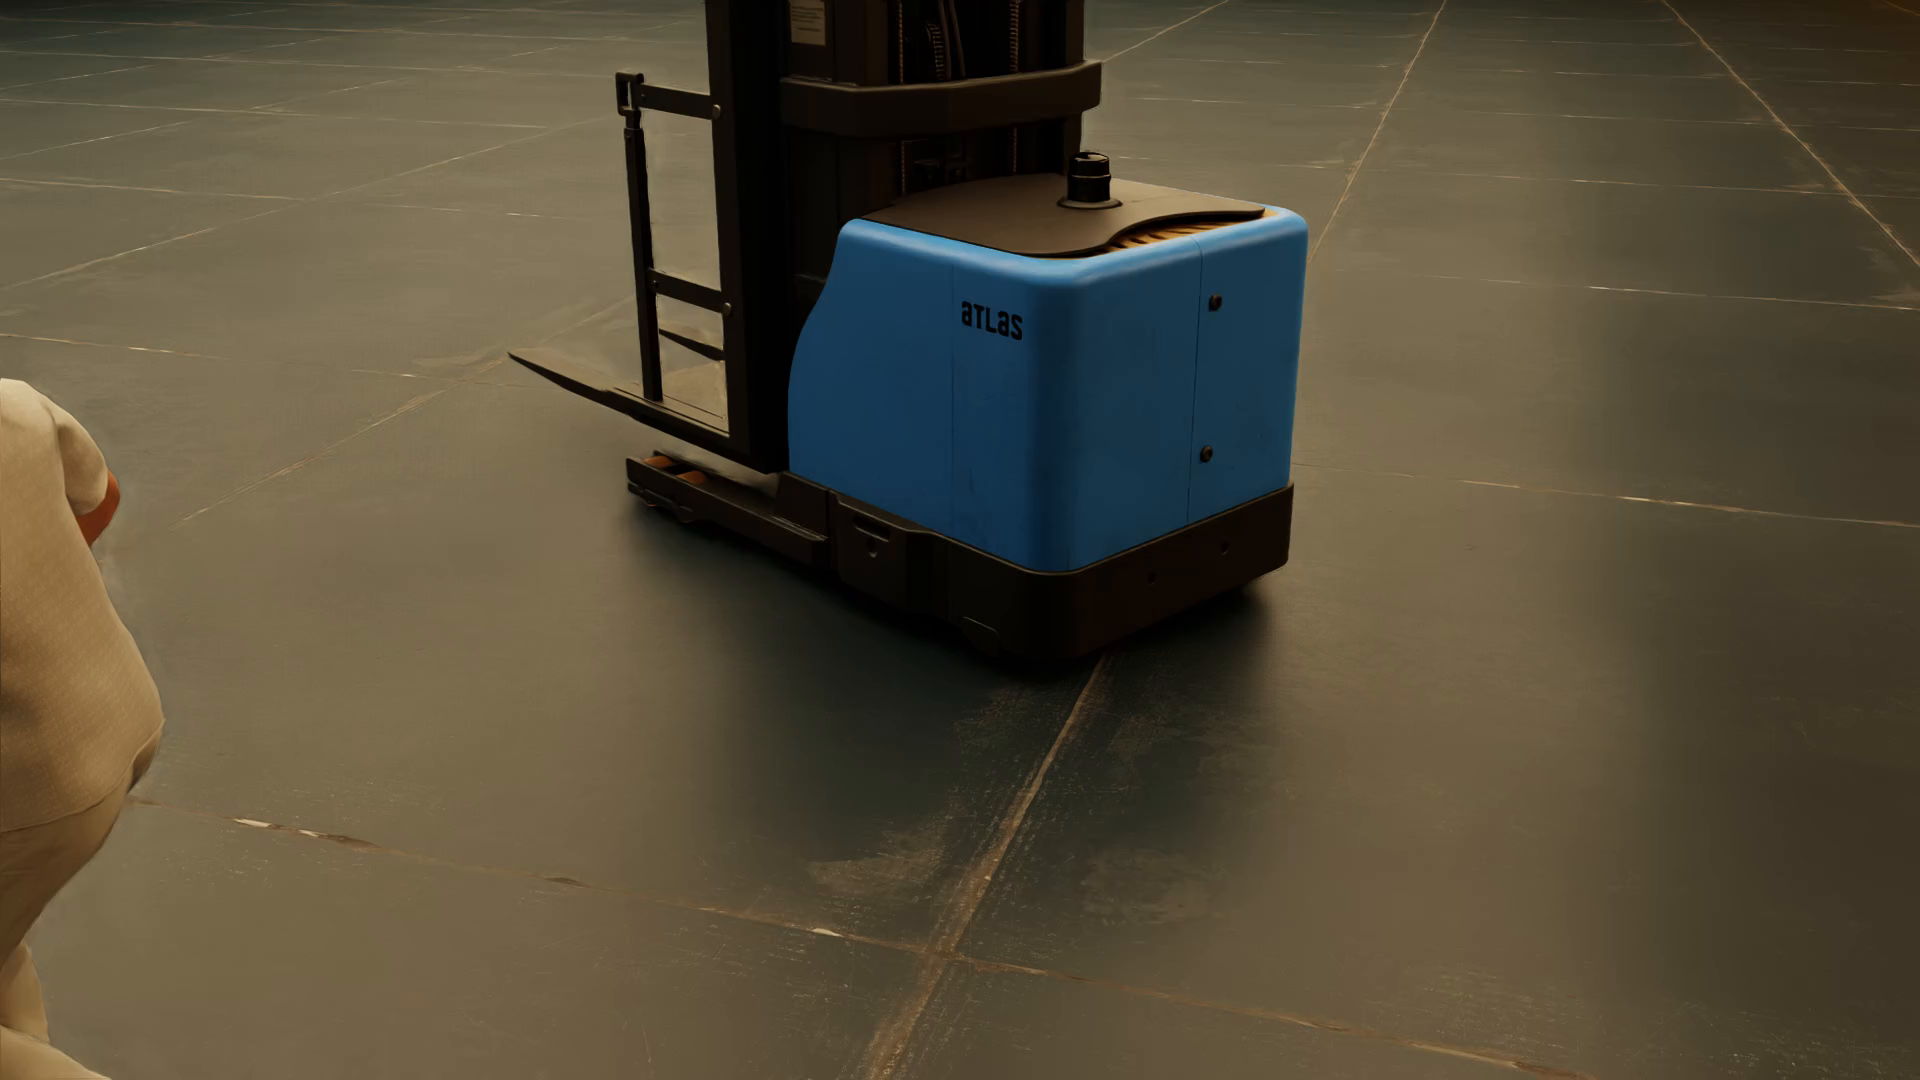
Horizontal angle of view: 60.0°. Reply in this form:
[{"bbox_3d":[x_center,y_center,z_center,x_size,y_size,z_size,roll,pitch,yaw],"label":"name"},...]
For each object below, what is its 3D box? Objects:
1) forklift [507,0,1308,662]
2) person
[{"bbox_3d":[-0.427,-1.523,4.969,1.130,2.935,3.031,-20,29,-39],"label":"forklift"},{"bbox_3d":[-1.450,0.316,2.300,0.698,1.570,0.718,0,22,0],"label":"person"}]
